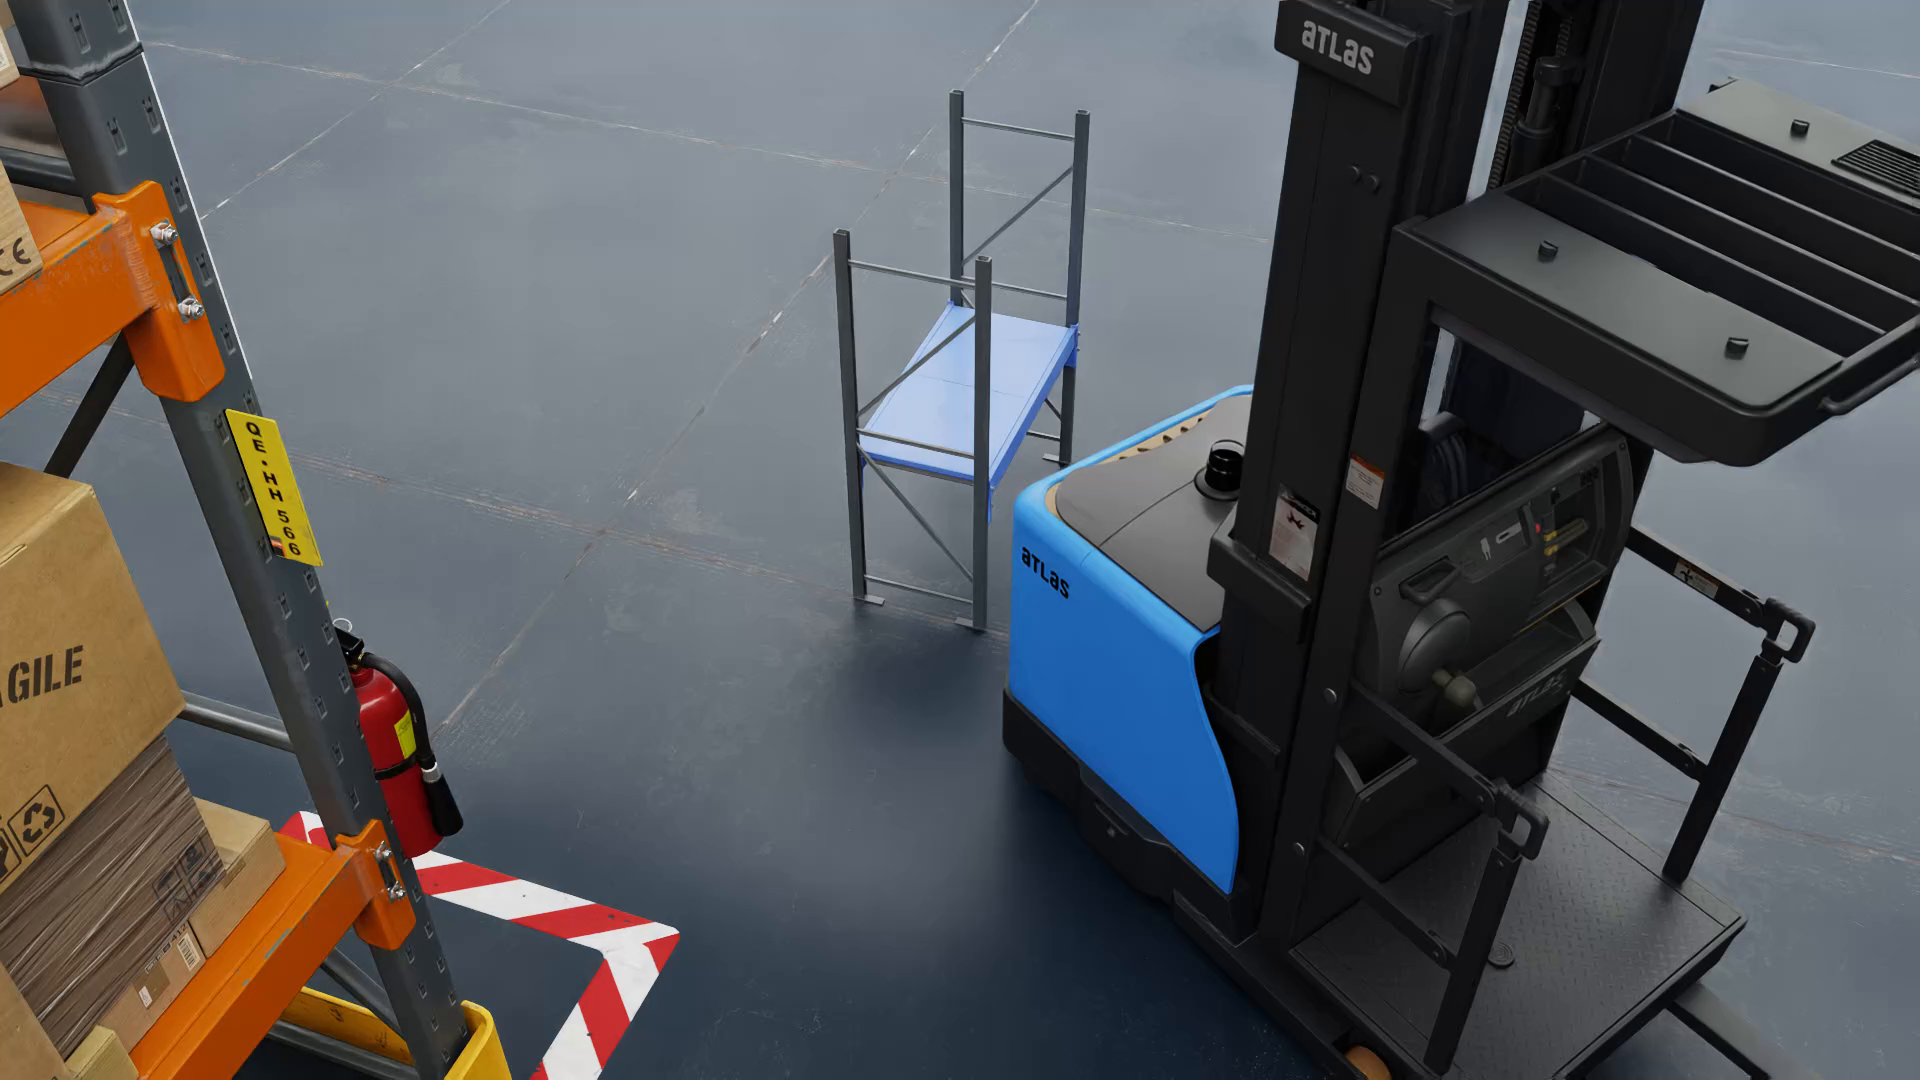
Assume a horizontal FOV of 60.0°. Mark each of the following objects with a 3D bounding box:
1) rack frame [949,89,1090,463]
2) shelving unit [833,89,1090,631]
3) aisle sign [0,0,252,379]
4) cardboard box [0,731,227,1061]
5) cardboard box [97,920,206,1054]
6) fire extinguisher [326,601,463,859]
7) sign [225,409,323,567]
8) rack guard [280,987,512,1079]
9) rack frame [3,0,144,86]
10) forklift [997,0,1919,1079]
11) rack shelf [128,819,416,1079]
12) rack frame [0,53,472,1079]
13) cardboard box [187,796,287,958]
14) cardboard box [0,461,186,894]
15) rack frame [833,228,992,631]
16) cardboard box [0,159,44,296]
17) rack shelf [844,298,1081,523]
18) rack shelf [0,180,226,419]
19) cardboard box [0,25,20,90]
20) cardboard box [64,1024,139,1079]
[{"bbox_3d":[0.203,-0.933,6.188,0.500,1.500,0.032,13,42,15],"label":"rack frame"},{"bbox_3d":[0.029,-0.623,5.824,0.538,1.500,1.048,13,42,15],"label":"shelving unit"},{"bbox_3d":[-1.407,-0.621,2.664,0.394,0.787,0.004,13,42,15],"label":"aisle sign"},{"bbox_3d":[-1.924,0.517,3.026,0.875,0.500,0.500,13,42,15],"label":"cardboard box"},{"bbox_3d":[-1.699,0.807,3.187,0.380,0.149,0.250,13,42,15],"label":"cardboard box"},{"bbox_3d":[-1.238,0.401,3.529,0.296,0.674,0.183,13,42,15],"label":"fire extinguisher"},{"bbox_3d":[-1.195,-0.086,2.904,0.100,0.325,0.005,13,42,15],"label":"sign"},{"bbox_3d":[-1.736,1.336,4.298,1.175,0.500,0.348,13,42,15],"label":"rack guard"},{"bbox_3d":[-1.710,-1.943,1.594,1.000,3.000,0.127,13,42,15],"label":"rack frame"},{"bbox_3d":[1.409,0.131,3.839,1.130,2.935,3.031,-26,47,-27],"label":"forklift"},{"bbox_3d":[-2.394,1.833,2.345,1.077,0.370,4.000,13,42,15],"label":"rack shelf"},{"bbox_3d":[-1.710,0.339,3.541,1.000,3.000,0.127,13,42,15],"label":"rack frame"},{"bbox_3d":[-1.613,0.654,3.366,0.380,0.149,0.250,13,42,15],"label":"cardboard box"},{"bbox_3d":[-1.666,0.198,2.630,0.500,0.500,0.500,13,42,15],"label":"cardboard box"},{"bbox_3d":[-0.145,-0.313,5.461,0.500,1.500,0.032,13,42,15],"label":"rack frame"},{"bbox_3d":[-1.636,-0.395,2.206,0.500,0.250,0.500,14,42,16],"label":"cardboard box"},{"bbox_3d":[0.029,-0.486,5.941,0.538,0.185,1.000,13,42,15],"label":"rack shelf"},{"bbox_3d":[-2.394,0.691,1.372,1.077,0.370,4.000,13,42,15],"label":"rack shelf"},{"bbox_3d":[-1.512,-0.658,2.208,0.380,0.149,0.250,13,42,15],"label":"cardboard box"},{"bbox_3d":[-1.737,0.971,2.995,0.380,0.149,0.250,13,42,15],"label":"cardboard box"}]
